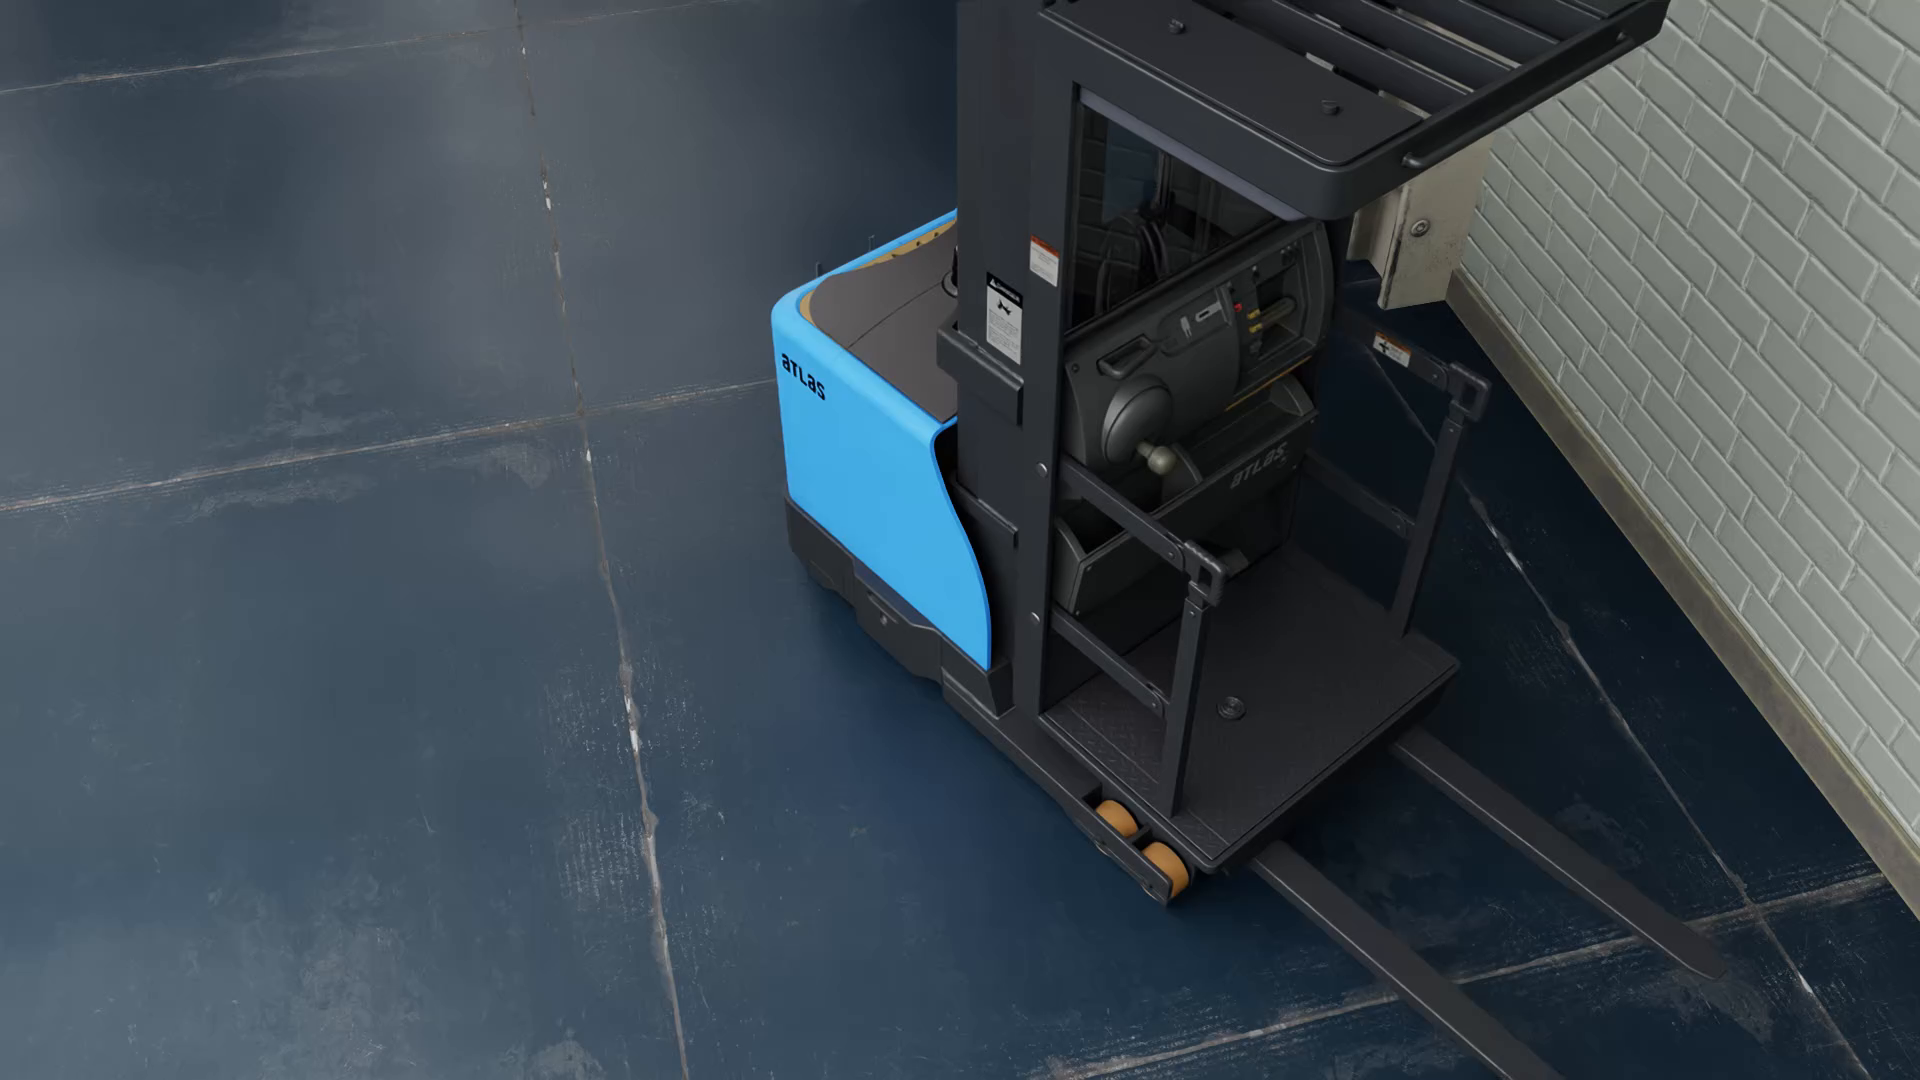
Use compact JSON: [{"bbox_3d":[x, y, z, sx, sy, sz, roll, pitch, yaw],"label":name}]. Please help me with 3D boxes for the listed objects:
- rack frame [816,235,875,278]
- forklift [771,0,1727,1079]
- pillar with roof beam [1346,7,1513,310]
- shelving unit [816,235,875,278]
[{"bbox_3d":[-0.373,-0.630,5.738,0.240,0.900,0.006,-32,53,-27],"label":"rack frame"},{"bbox_3d":[0.763,-0.414,4.103,1.130,2.935,3.031,-32,53,-27],"label":"forklift"},{"bbox_3d":[-2.373,-3.446,2.827,9.100,9.000,0.400,-11,47,-10],"label":"pillar with roof beam"},{"bbox_3d":[-0.306,-0.575,5.684,0.258,0.900,0.210,-32,53,-27],"label":"shelving unit"}]
